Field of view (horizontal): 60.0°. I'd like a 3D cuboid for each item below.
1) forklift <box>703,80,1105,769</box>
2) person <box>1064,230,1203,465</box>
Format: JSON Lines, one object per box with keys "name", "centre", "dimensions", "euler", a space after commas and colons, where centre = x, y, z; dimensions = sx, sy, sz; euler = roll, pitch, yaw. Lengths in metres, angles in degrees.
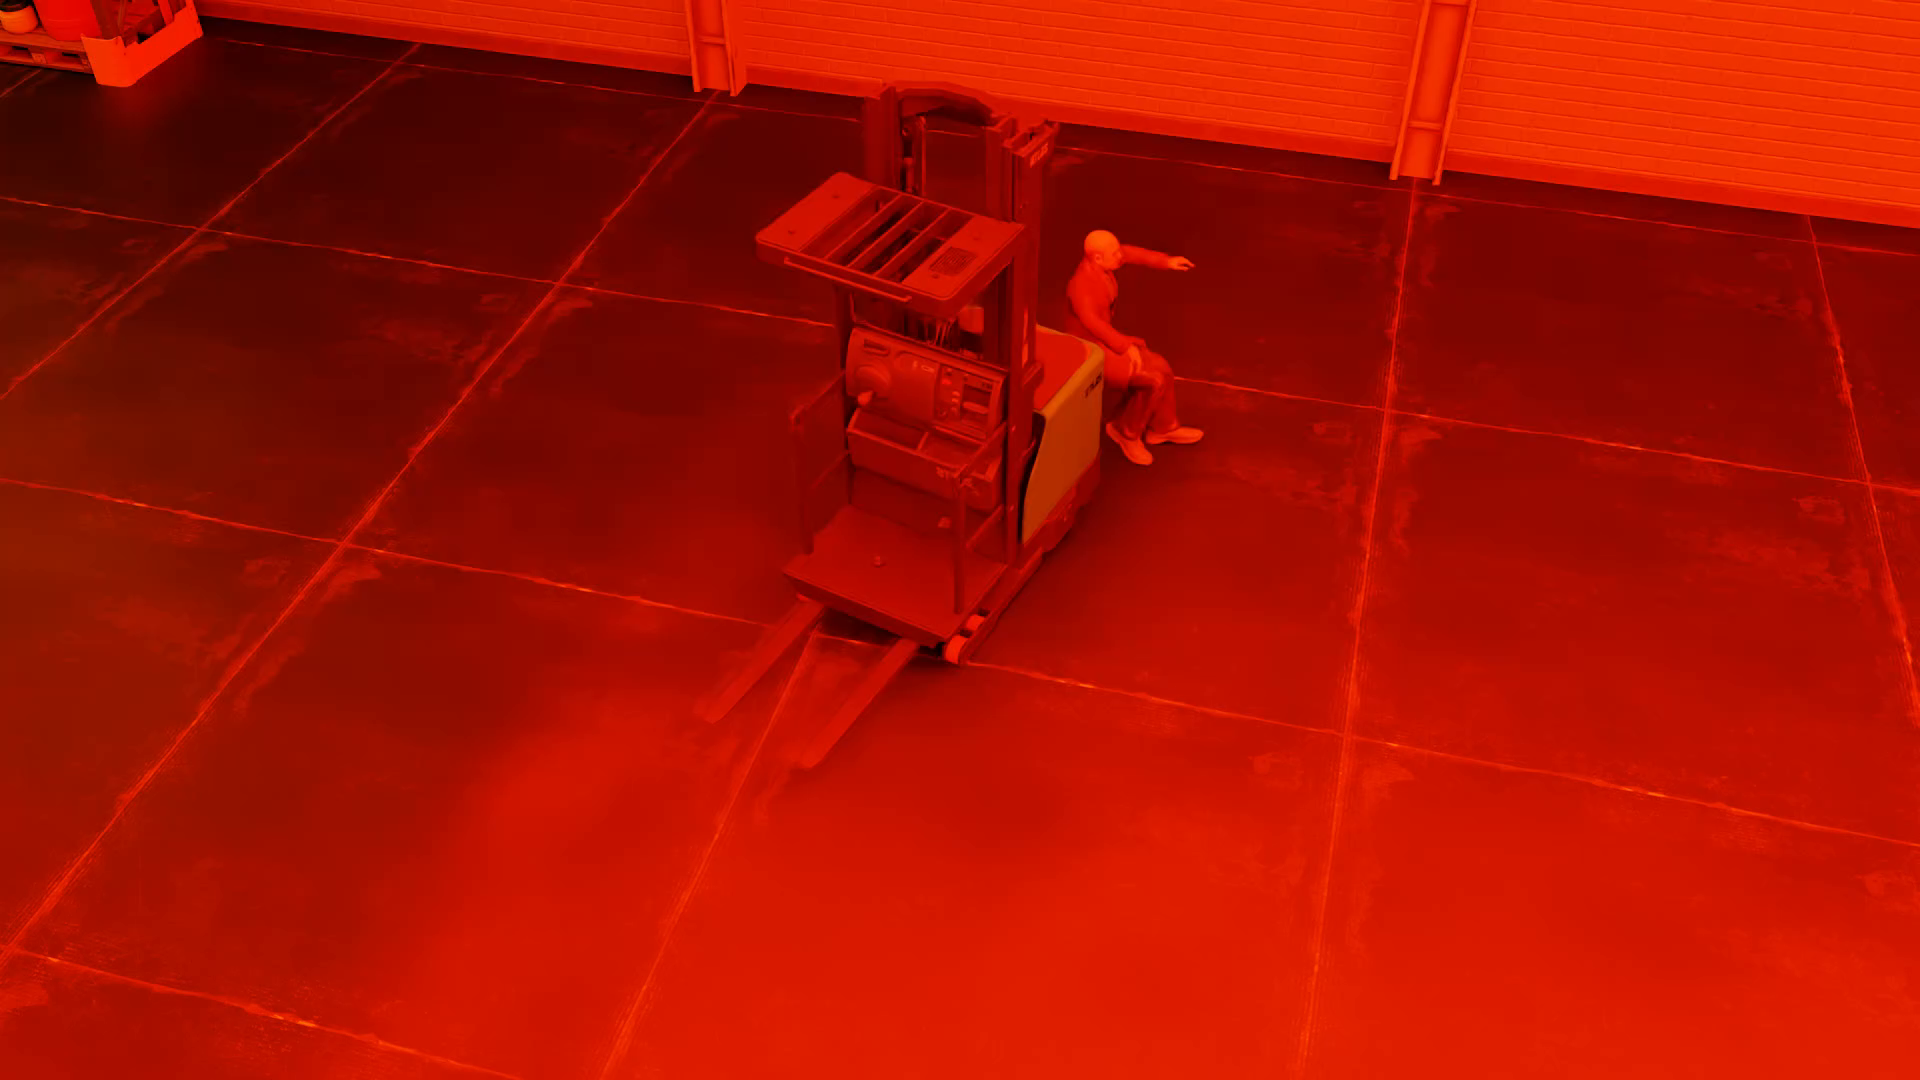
{"name": "forklift", "centre": [-0.301, -0.752, 8.719], "dimensions": [1.130, 2.935, 3.031], "euler": [21, 45, 22]}
{"name": "person", "centre": [1.112, -1.226, 10.358], "dimensions": [0.927, 1.505, 1.053], "euler": [6, 42, 7]}
